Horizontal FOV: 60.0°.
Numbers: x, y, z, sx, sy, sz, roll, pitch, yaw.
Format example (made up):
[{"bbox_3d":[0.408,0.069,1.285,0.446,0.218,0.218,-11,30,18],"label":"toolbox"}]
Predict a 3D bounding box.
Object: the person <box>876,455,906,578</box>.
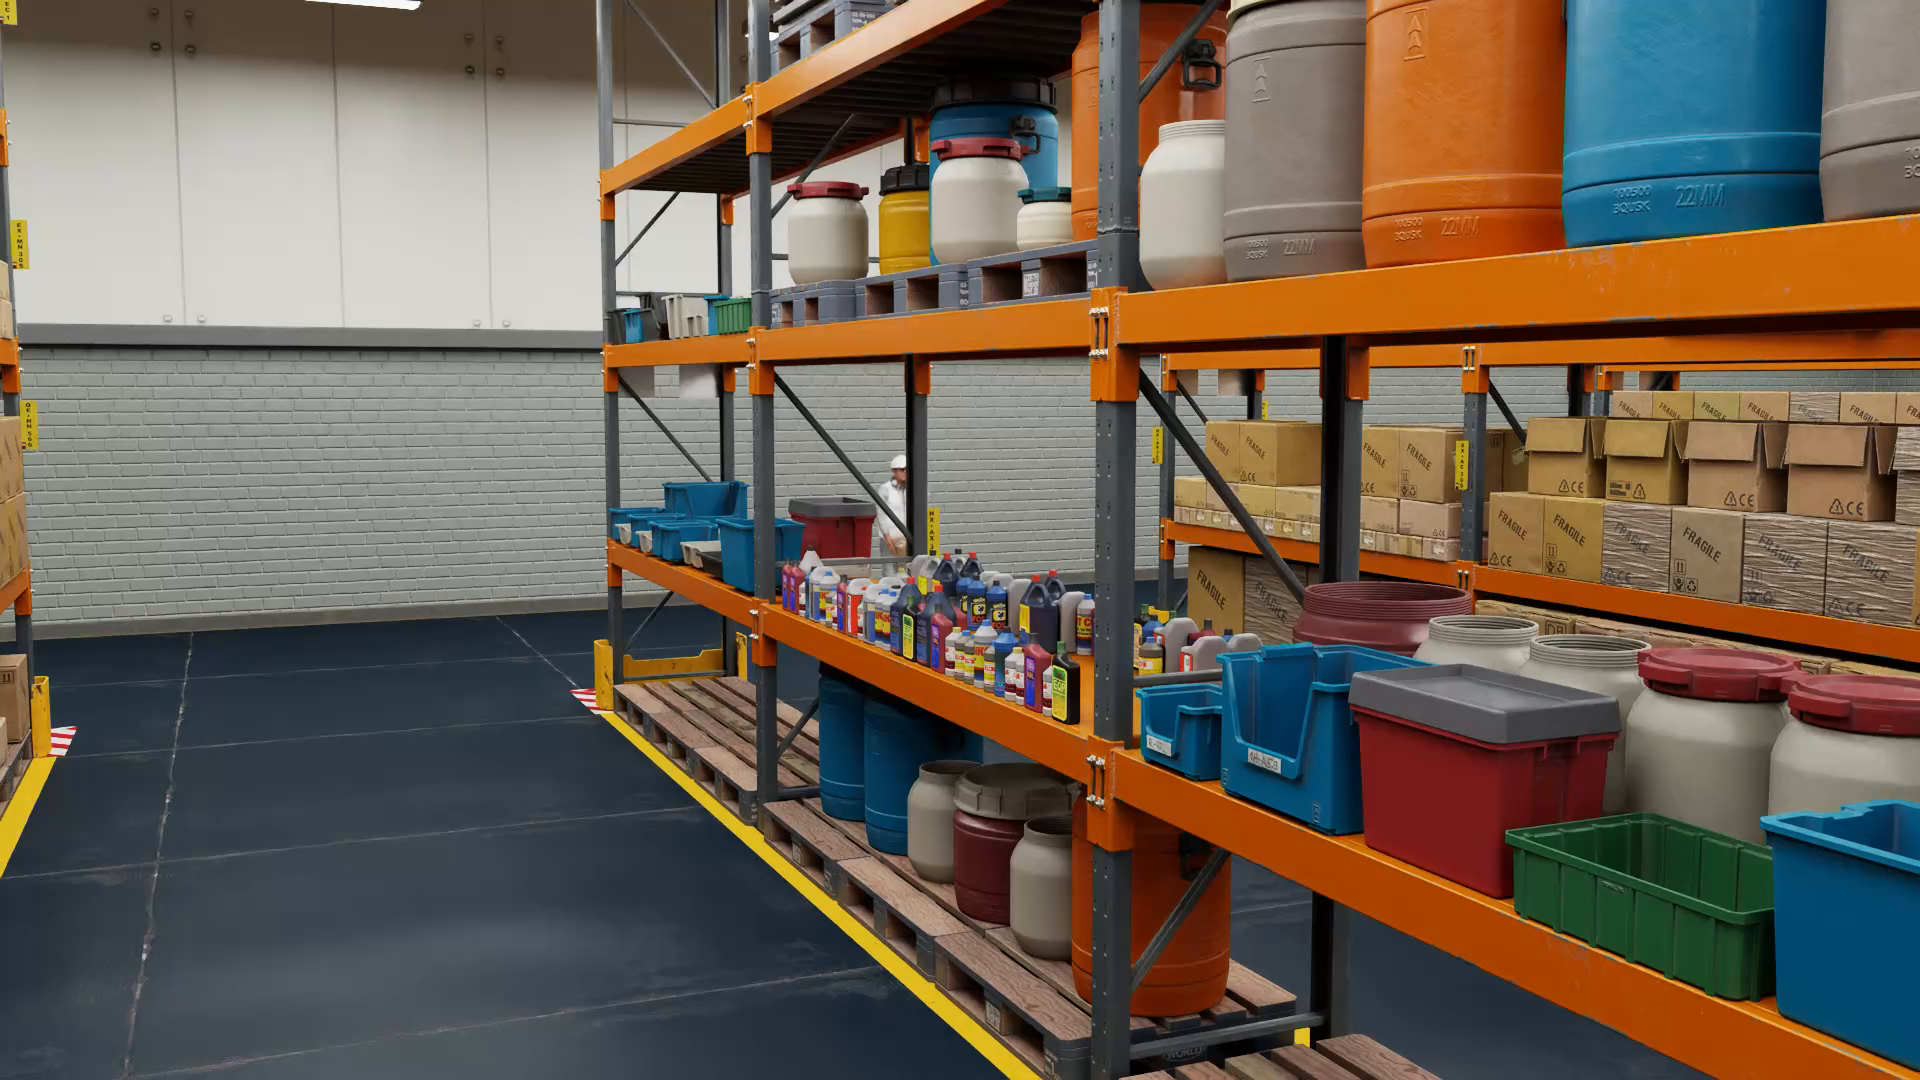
[{"bbox_3d":[-0.626,-0.014,17.570,0.551,1.779,0.444,-2,6,-25],"label":"person"}]
